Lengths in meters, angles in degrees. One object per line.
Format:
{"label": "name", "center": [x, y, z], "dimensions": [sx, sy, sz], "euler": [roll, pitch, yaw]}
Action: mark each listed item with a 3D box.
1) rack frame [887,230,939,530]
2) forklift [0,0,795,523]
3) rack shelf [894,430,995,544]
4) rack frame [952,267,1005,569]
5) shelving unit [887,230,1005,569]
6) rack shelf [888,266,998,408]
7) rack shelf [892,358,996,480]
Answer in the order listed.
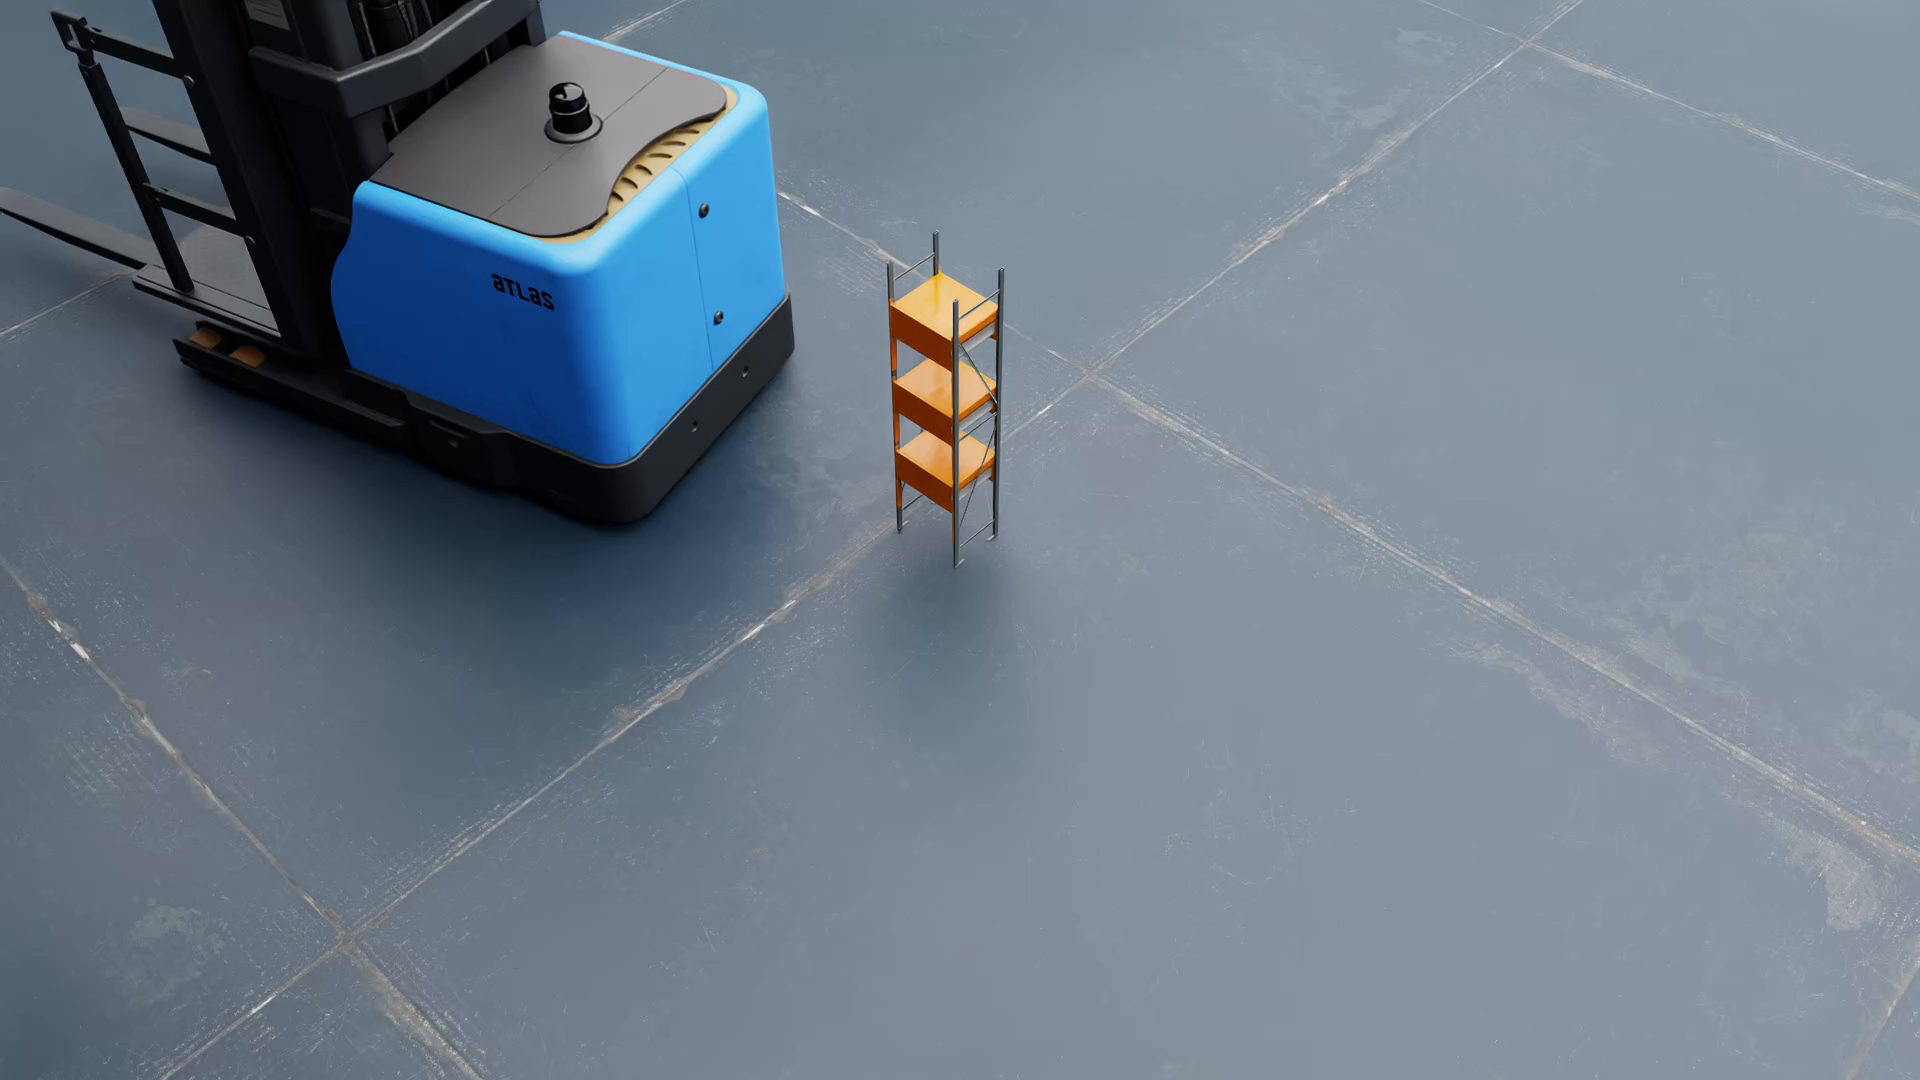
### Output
{"label": "rack frame", "center": [-0.129, -0.446, 4.949], "dimensions": [0.008, 1.050, 0.200], "euler": [34, 55, 28]}
{"label": "forklift", "center": [-2.123, -1.828, 4.956], "dimensions": [3.031, 2.935, 1.130], "euler": [21, 50, 18]}
{"label": "rack shelf", "center": [-0.039, -0.188, 5.102], "dimensions": [0.240, 0.259, 0.215], "euler": [34, 55, 28]}
{"label": "rack frame", "center": [0.050, -0.325, 4.835], "dimensions": [0.008, 1.050, 0.200], "euler": [34, 55, 28]}
{"label": "shelving unit", "center": [-0.039, -0.386, 4.892], "dimensions": [0.252, 1.050, 0.215], "euler": [34, 55, 28]}
{"label": "rack shelf", "center": [-0.039, -0.573, 4.693], "dimensions": [0.240, 0.259, 0.215], "euler": [34, 55, 28]}
{"label": "rack shelf", "center": [-0.039, -0.379, 4.900], "dimensions": [0.240, 0.259, 0.215], "euler": [34, 55, 28]}
